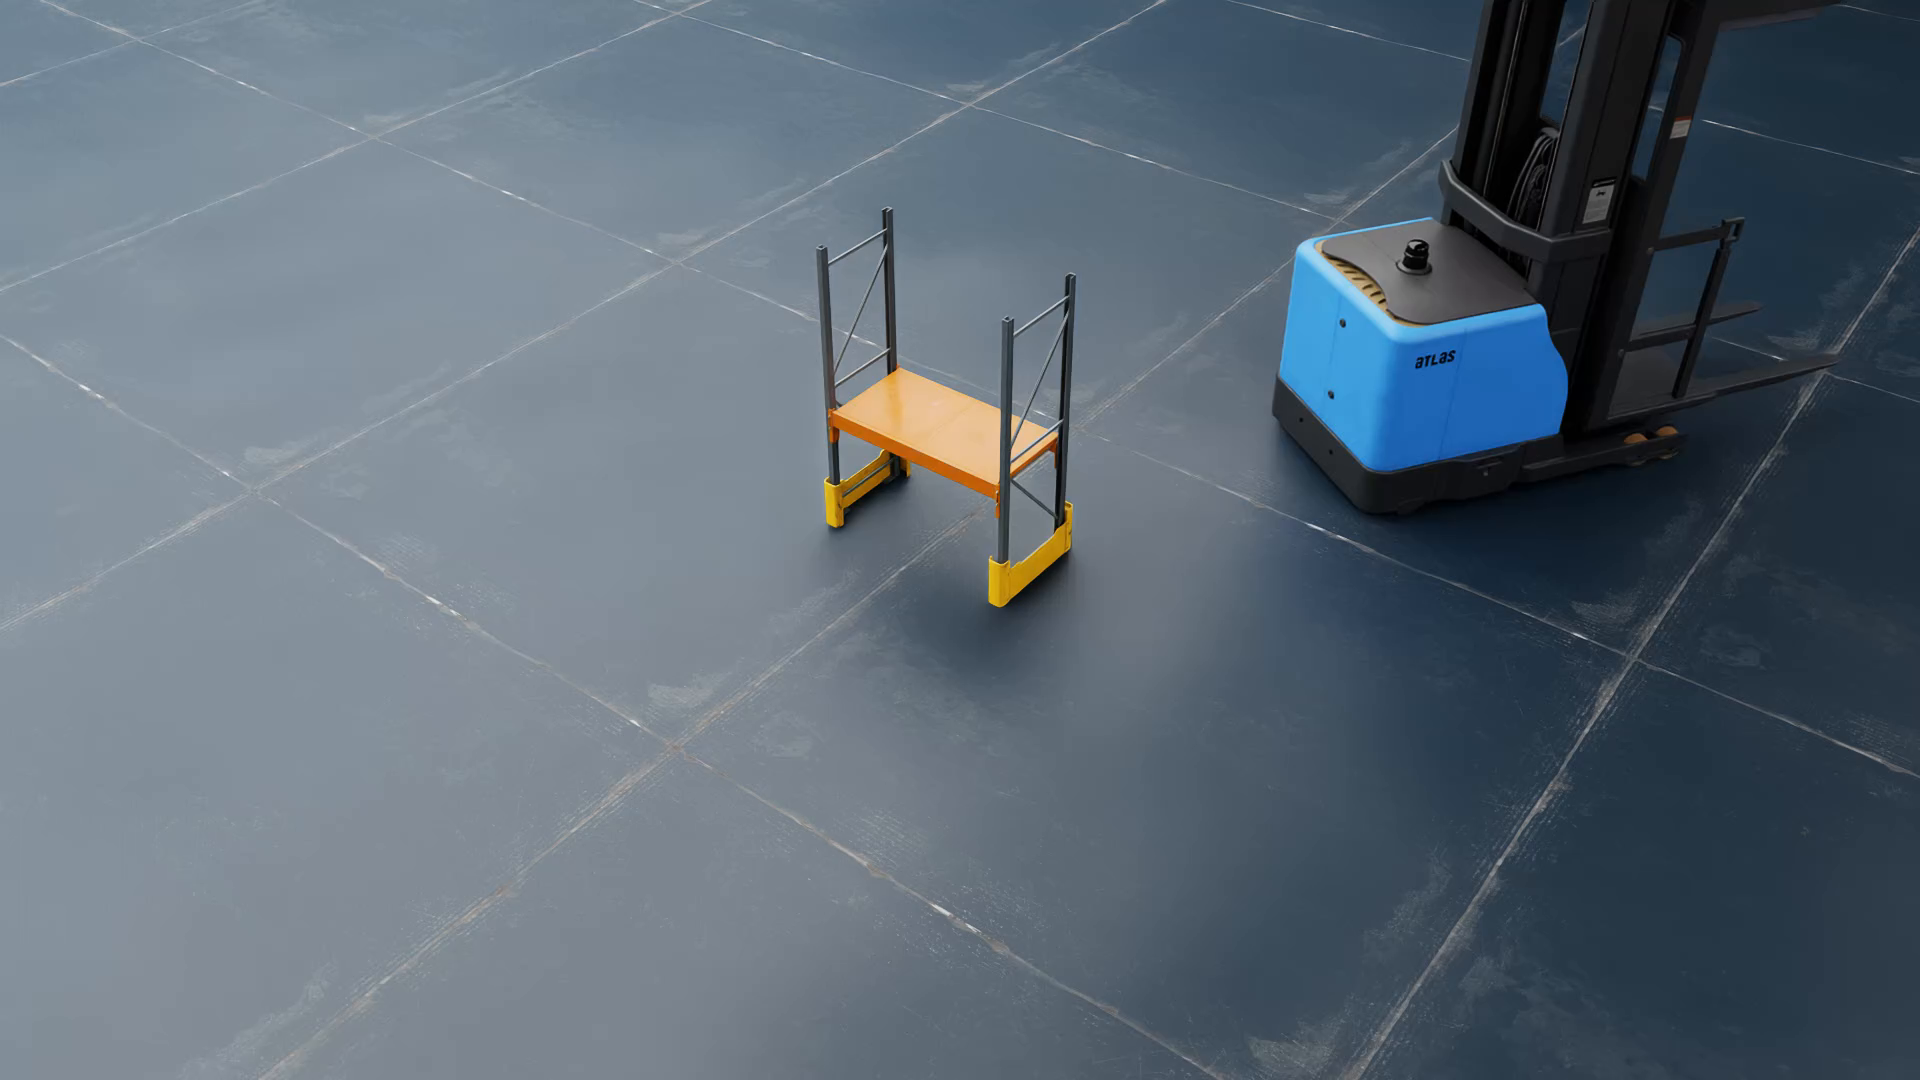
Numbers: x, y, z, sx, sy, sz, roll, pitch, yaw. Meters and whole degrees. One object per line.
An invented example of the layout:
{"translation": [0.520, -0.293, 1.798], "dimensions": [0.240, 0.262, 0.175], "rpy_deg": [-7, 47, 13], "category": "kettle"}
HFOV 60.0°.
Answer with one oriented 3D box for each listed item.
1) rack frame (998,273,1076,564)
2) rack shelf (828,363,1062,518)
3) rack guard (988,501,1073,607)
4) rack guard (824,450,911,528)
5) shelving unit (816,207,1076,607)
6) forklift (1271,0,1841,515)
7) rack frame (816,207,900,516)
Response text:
{"translation": [0.336, -0.432, 7.446], "dimensions": [0.032, 1.500, 0.500], "rpy_deg": [25, 45, 29], "category": "rack frame"}
{"translation": [-0.068, -0.481, 7.800], "dimensions": [1.000, 0.185, 0.538], "rpy_deg": [25, 45, 29], "category": "rack shelf"}
{"translation": [0.335, 0.060, 7.832], "dimensions": [0.087, 0.250, 0.587], "rpy_deg": [25, 45, 29], "category": "rack guard"}
{"translation": [-0.456, -0.313, 8.308], "dimensions": [0.087, 0.250, 0.587], "rpy_deg": [25, 45, 29], "category": "rack guard"}
{"translation": [-0.061, -0.619, 7.685], "dimensions": [1.083, 1.500, 0.587], "rpy_deg": [25, 45, 29], "category": "shelving unit"}
{"translation": [3.233, -1.829, 8.070], "dimensions": [3.031, 2.935, 1.130], "rpy_deg": [-13, 40, -15], "category": "forklift"}
{"translation": [-0.472, -0.813, 7.932], "dimensions": [0.032, 1.500, 0.500], "rpy_deg": [25, 45, 29], "category": "rack frame"}
